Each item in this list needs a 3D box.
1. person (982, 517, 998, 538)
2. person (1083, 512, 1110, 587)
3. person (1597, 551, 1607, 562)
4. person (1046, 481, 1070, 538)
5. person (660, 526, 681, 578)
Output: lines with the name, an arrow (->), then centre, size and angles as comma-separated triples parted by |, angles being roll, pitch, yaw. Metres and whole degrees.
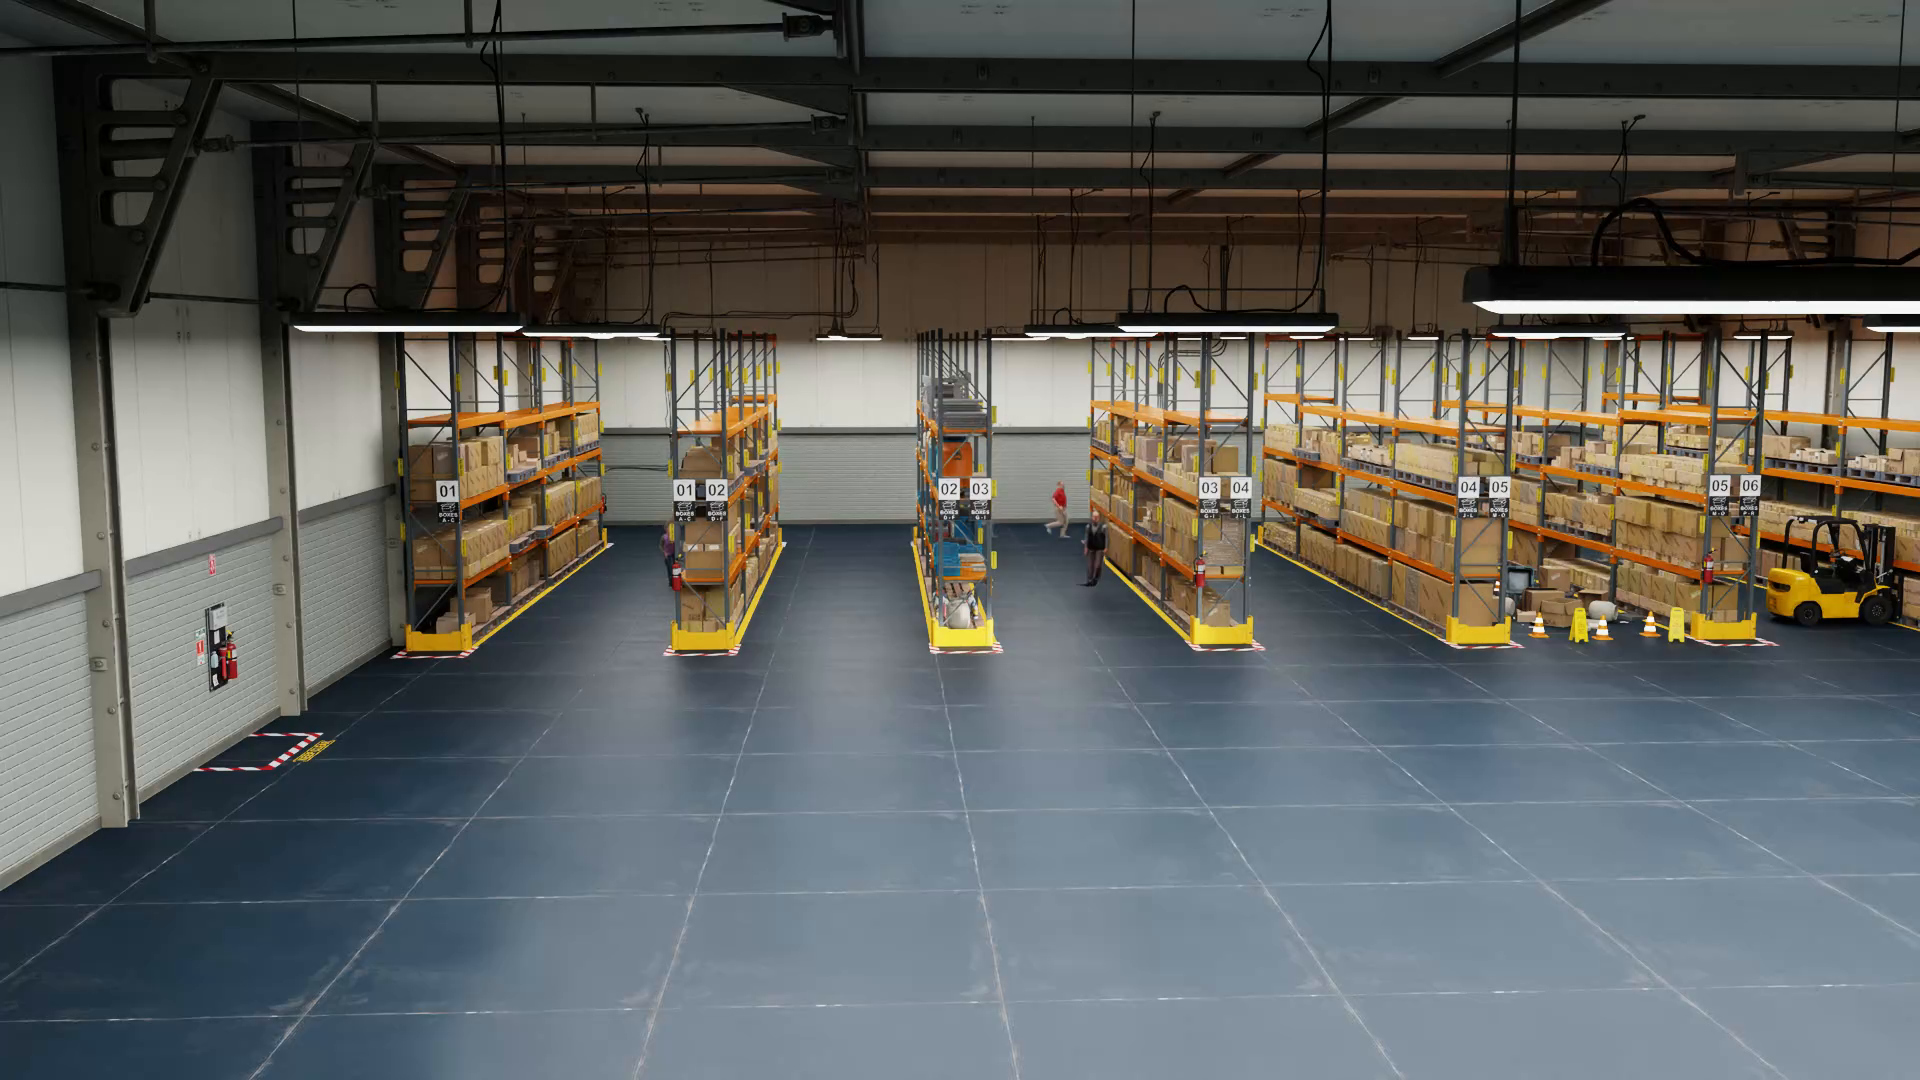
person -> 0.704, -0.892, 49.160 | 0.849, 1.665, 0.636 | 0, 7, -2
person -> 3.049, 0.209, 36.990 | 0.593, 1.699, 0.463 | 3, 7, 25
person -> 17.014, -0.215, 43.707 | 0.559, 1.617, 0.734 | -3, 7, -22
person -> 2.921, -0.895, 49.095 | 0.710, 1.683, 0.670 | 2, 7, 19
person -> -6.875, 0.348, 39.573 | 0.556, 1.446, 0.800 | -3, 7, -21
